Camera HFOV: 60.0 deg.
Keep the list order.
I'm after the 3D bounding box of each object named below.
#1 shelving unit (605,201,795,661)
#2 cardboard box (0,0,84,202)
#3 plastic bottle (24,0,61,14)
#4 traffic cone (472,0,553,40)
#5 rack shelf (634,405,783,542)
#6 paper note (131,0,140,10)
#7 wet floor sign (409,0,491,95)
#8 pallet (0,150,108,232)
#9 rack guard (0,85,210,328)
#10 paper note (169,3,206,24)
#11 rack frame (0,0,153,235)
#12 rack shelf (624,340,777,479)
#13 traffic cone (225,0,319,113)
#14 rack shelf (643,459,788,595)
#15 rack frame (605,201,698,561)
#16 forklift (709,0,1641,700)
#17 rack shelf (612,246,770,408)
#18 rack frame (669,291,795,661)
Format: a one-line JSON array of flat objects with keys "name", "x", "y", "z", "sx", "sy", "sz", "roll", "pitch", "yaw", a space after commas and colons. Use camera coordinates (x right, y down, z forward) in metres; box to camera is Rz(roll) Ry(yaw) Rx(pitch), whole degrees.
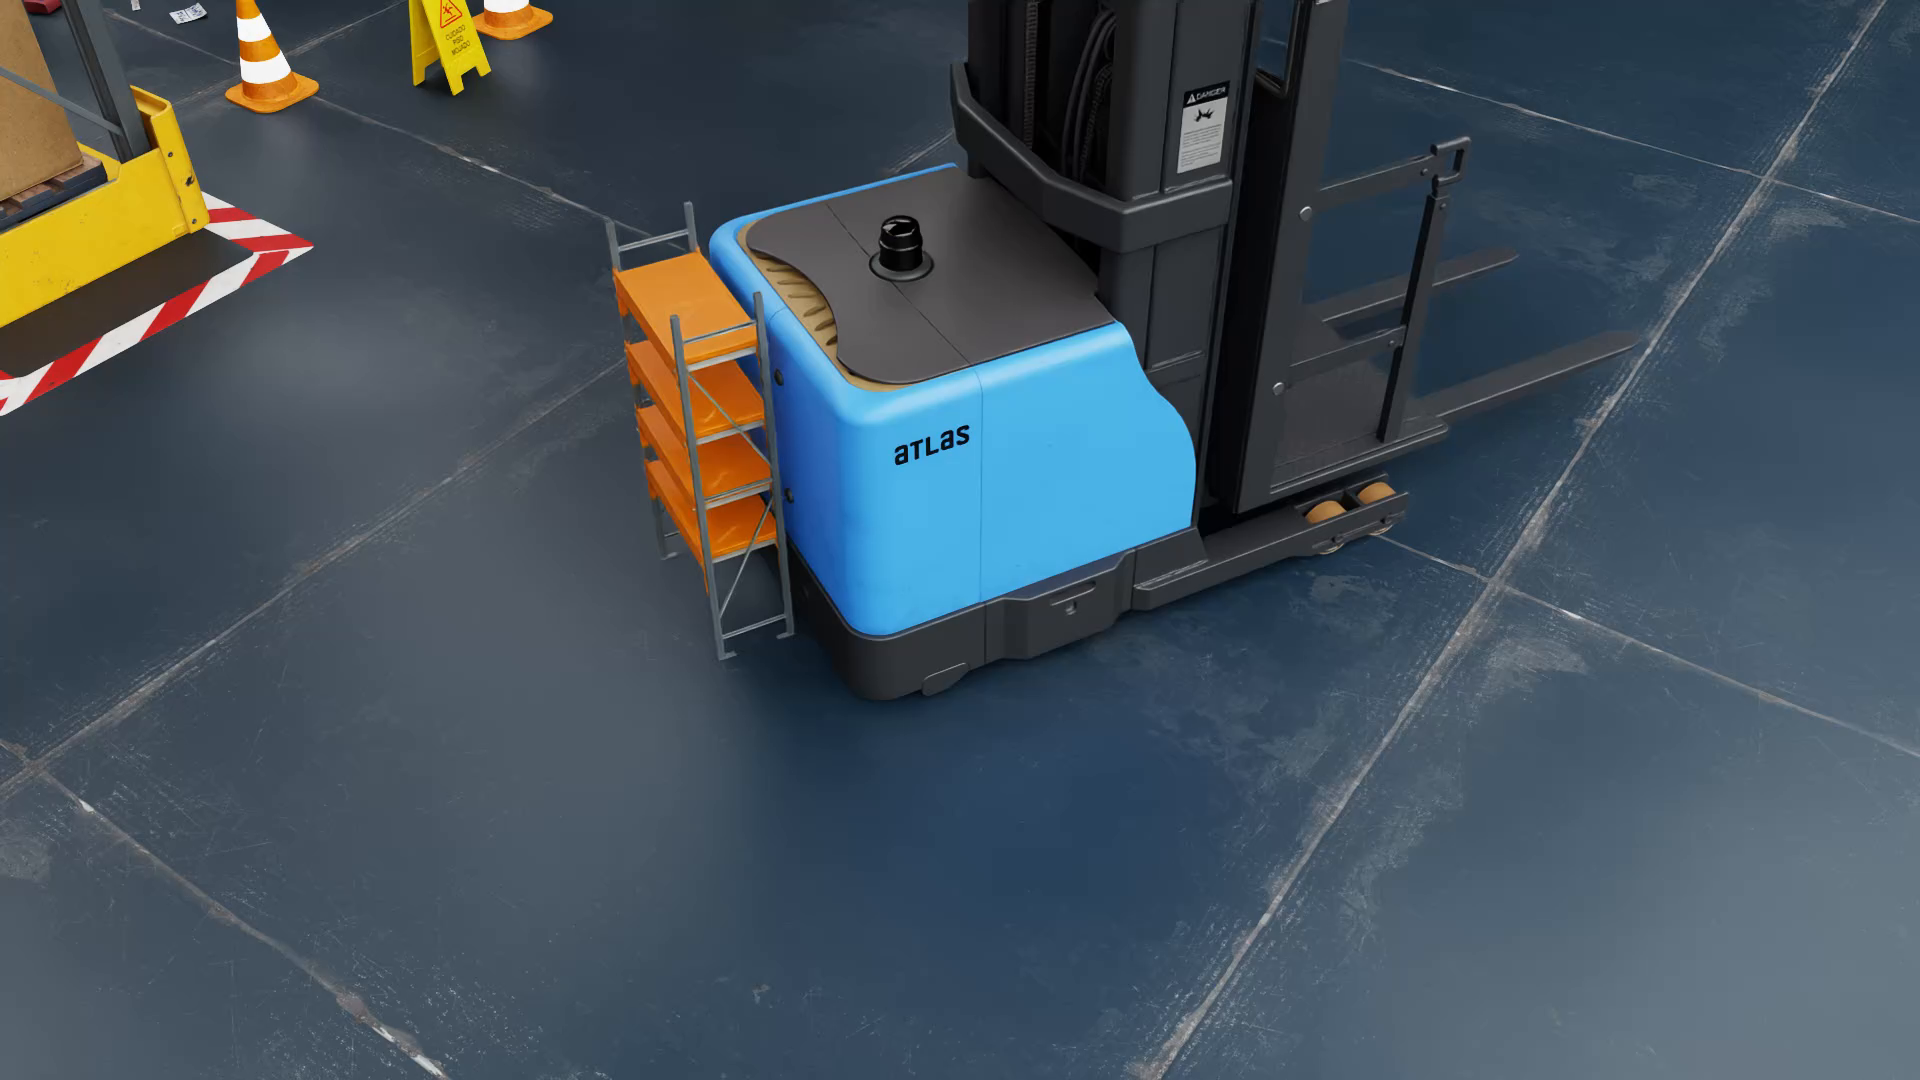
[{"name": "shelving unit", "x": -0.713, "y": -0.278, "z": 4.661, "sx": 0.258, "sy": 1.200, "sz": 0.503, "roll": -19, "pitch": 45, "yaw": -20}, {"name": "cardboard box", "x": -4.076, "y": -1.749, "z": 6.233, "sx": 0.875, "sy": 0.875, "sz": 0.875, "roll": 25, "pitch": 48, "yaw": 26}, {"name": "plastic bottle", "x": -4.467, "y": -2.684, "z": 8.204, "sx": 0.133, "sy": 0.061, "sz": 0.283, "roll": 10, "pitch": 43, "yaw": 11}, {"name": "traffic cone", "x": -2.175, "y": -2.680, "z": 7.898, "sx": 0.334, "sy": 0.463, "sz": 0.336, "roll": 25, "pitch": 48, "yaw": 25}, {"name": "rack shelf", "x": -0.713, "y": -0.228, "z": 4.705, "sx": 0.258, "sy": 0.148, "sz": 0.480, "roll": -19, "pitch": 45, "yaw": -20}, {"name": "paper note", "x": -4.060, "y": -2.636, "z": 8.188, "sx": 0.032, "sy": 0.001, "sz": 0.123, "roll": -17, "pitch": 45, "yaw": -18}, {"name": "wet floor sign", "x": -2.322, "y": -2.353, "z": 7.396, "sx": 0.232, "sy": 0.644, "sz": 0.267, "roll": 17, "pitch": 45, "yaw": 18}, {"name": "pallet", "x": -4.183, "y": -1.385, "z": 6.639, "sx": 1.213, "sy": 0.211, "sz": 1.003, "roll": 25, "pitch": 48, "yaw": 25}, {"name": "rack guard", "x": -3.463, "y": -1.220, "z": 6.238, "sx": 0.348, "sy": 0.500, "sz": 1.175, "roll": 25, "pitch": 48, "yaw": 25}, {"name": "paper note", "x": -3.758, "y": -2.565, "z": 8.095, "sx": 0.144, "sy": 0.017, "sz": 0.142, "roll": -25, "pitch": 48, "yaw": -25}, {"name": "rack frame", "x": -3.483, "y": -2.160, "z": 5.415, "sx": 0.127, "sy": 3.000, "sz": 1.000, "roll": 25, "pitch": 48, "yaw": 25}, {"name": "rack shelf", "x": -0.713, "y": -0.394, "z": 4.556, "sx": 0.258, "sy": 0.148, "sz": 0.480, "roll": -19, "pitch": 45, "yaw": -20}, {"name": "traffic cone", "x": -3.102, "y": -2.194, "z": 7.355, "sx": 0.334, "sy": 0.463, "sz": 0.336, "roll": 25, "pitch": 48, "yaw": 25}, {"name": "rack shelf", "x": -0.713, "y": -0.080, "z": 4.838, "sx": 0.258, "sy": 0.148, "sz": 0.480, "roll": -19, "pitch": 45, "yaw": -20}, {"name": "rack frame", "x": -0.826, "y": -0.422, "z": 4.822, "sx": 0.240, "sy": 1.200, "sz": 0.015, "roll": -19, "pitch": 45, "yaw": -20}, {"name": "forklift", "x": 0.835, "y": -1.342, "z": 4.552, "sx": 3.031, "sy": 2.935, "sz": 1.130, "roll": -19, "pitch": 45, "yaw": -20}, {"name": "rack shelf", "x": -0.714, "y": -0.571, "z": 4.398, "sx": 0.258, "sy": 0.148, "sz": 0.480, "roll": -19, "pitch": 45, "yaw": -20}, {"name": "rack frame", "x": -0.600, "y": -0.134, "z": 4.499, "sx": 0.240, "sy": 1.200, "sz": 0.015, "roll": -19, "pitch": 45, "yaw": -20}]
